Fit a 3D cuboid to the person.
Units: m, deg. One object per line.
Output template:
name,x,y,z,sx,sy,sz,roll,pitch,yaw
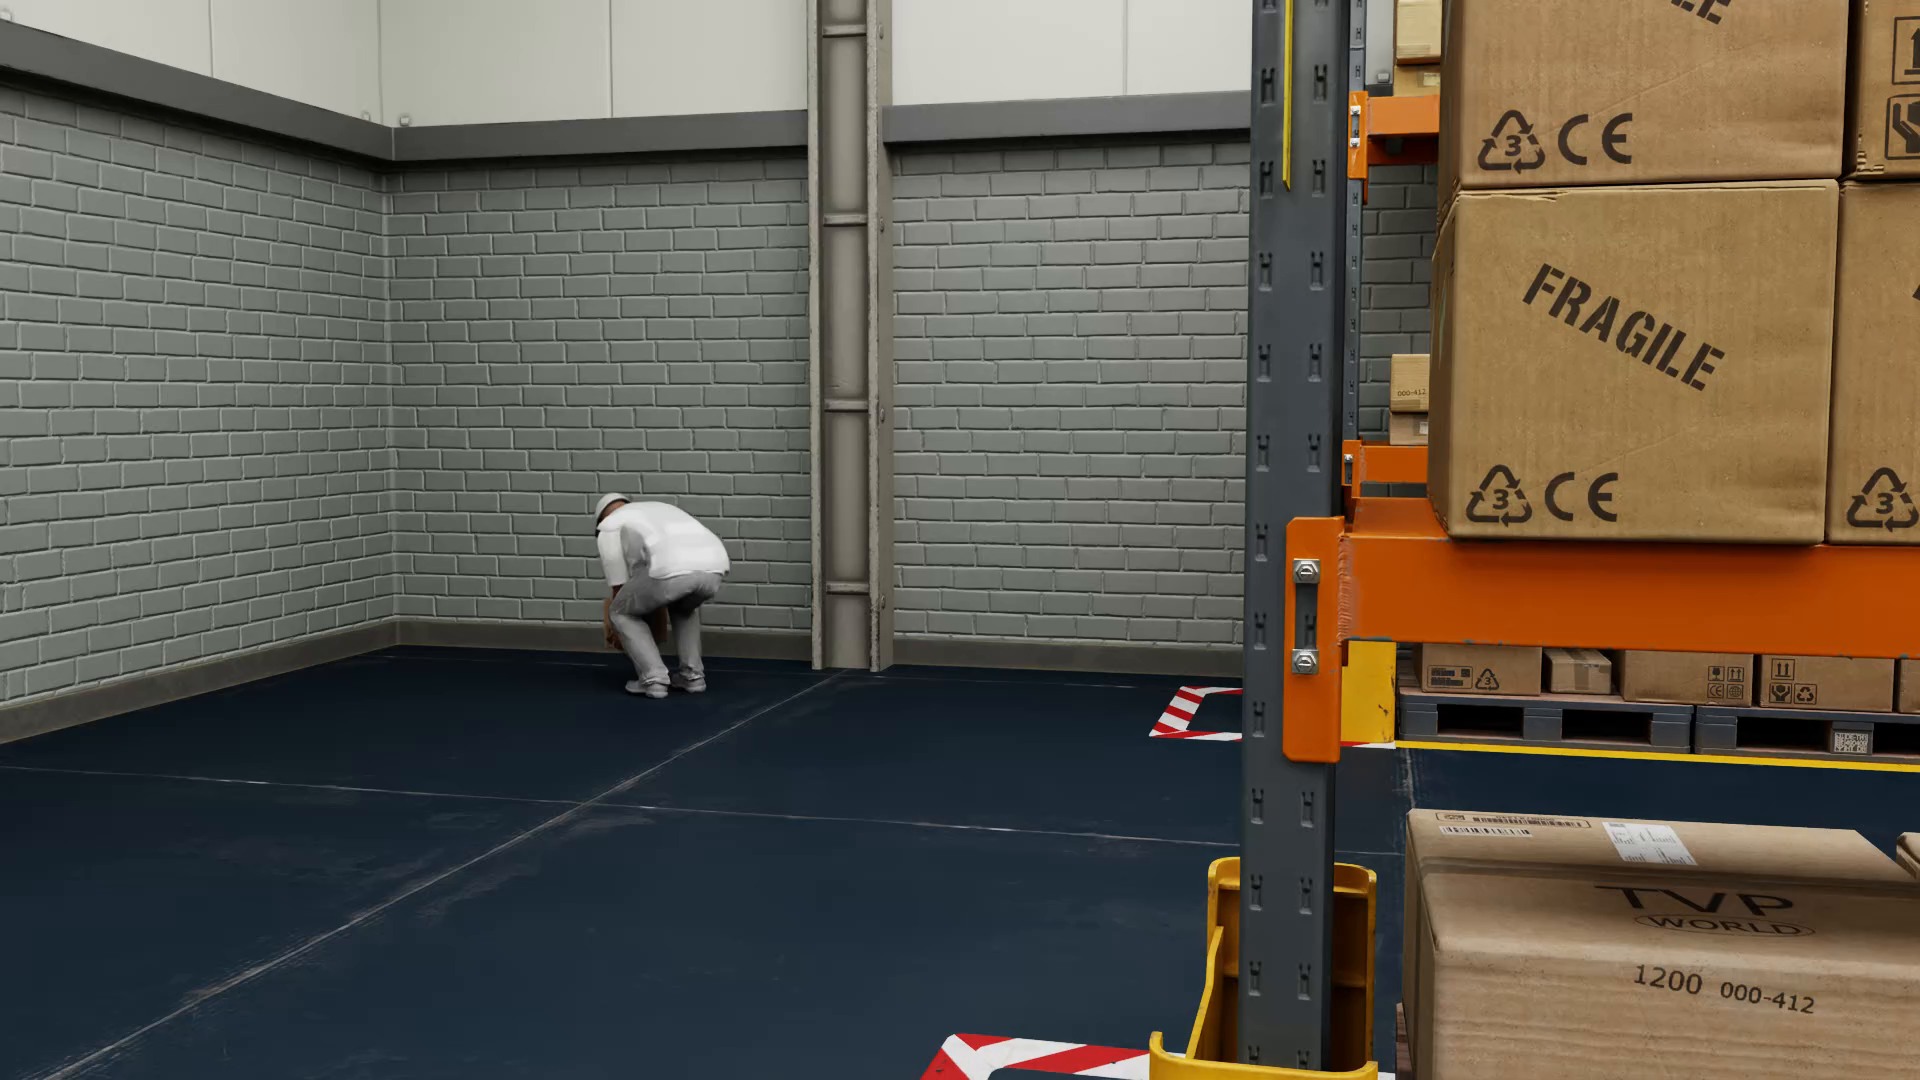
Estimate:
person,-1.601,0.276,8.638,0.526,1.010,0.950,-4,6,-40
